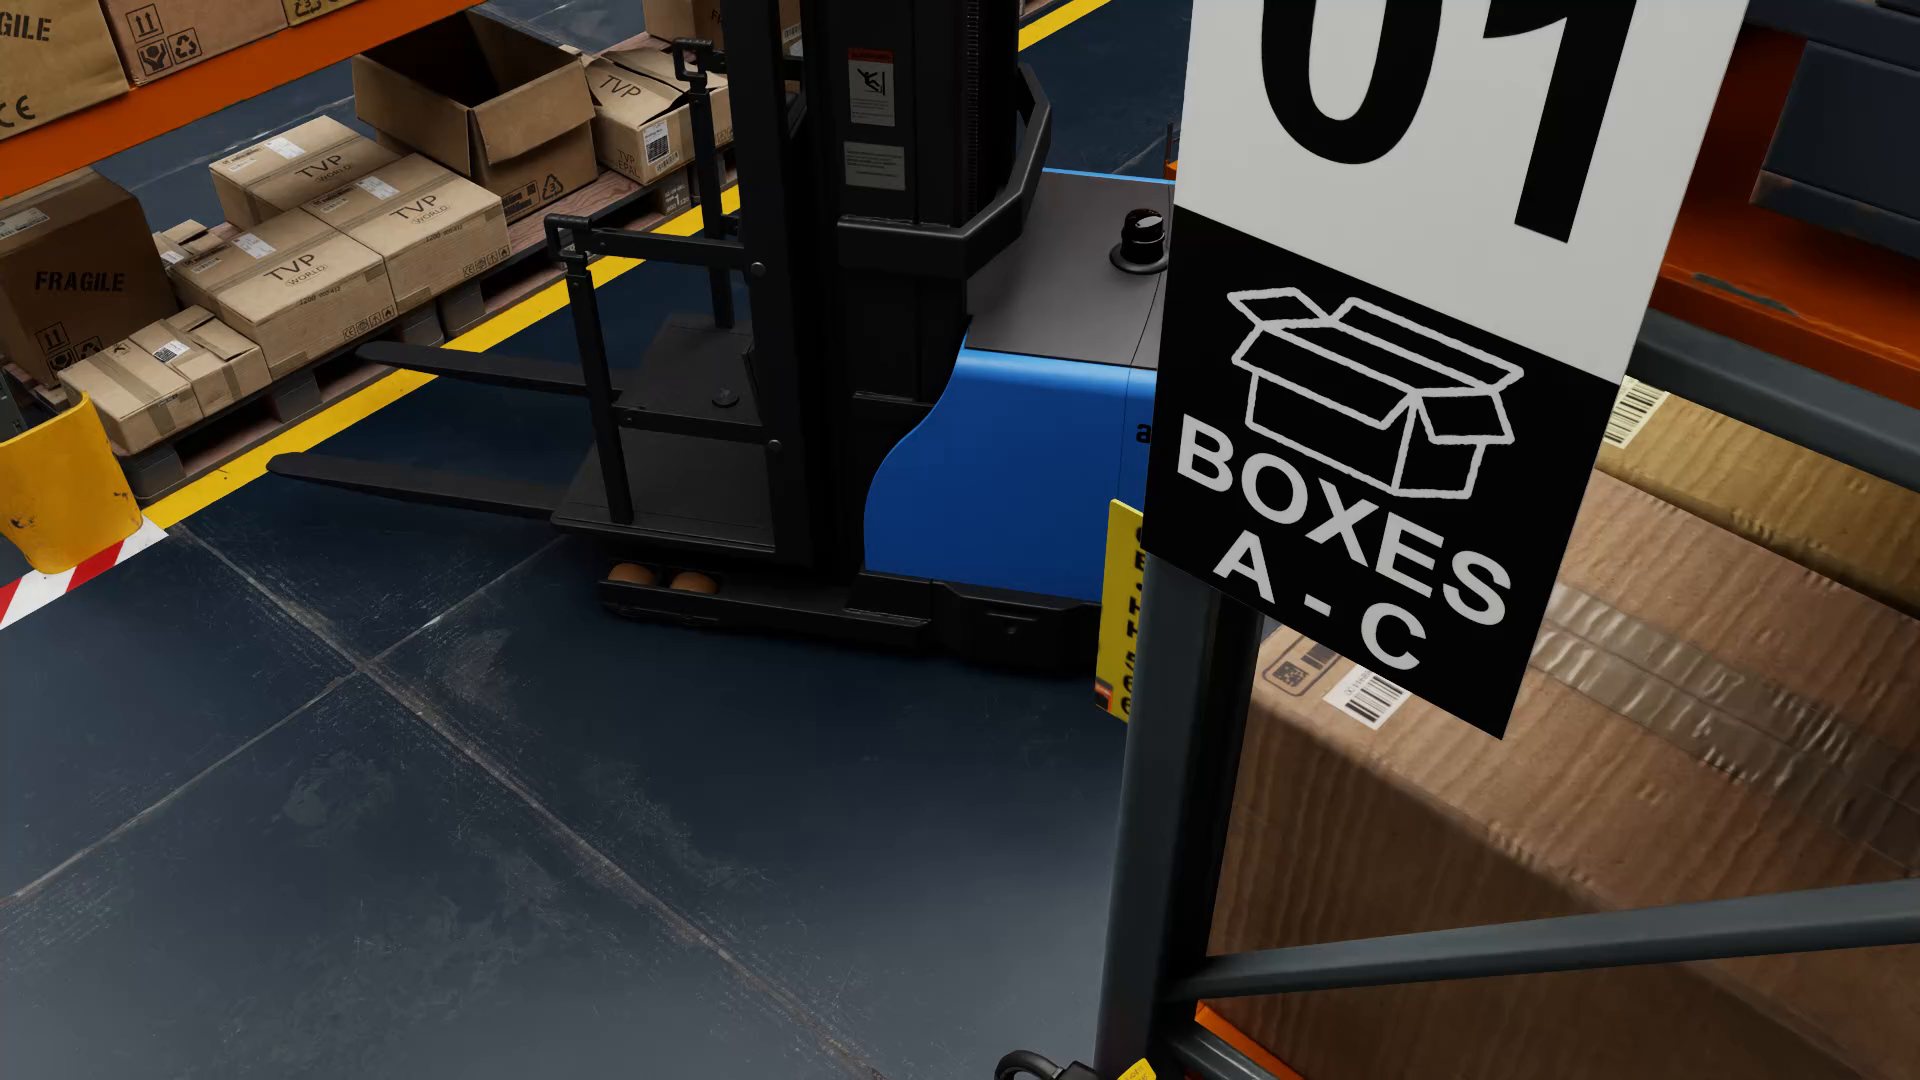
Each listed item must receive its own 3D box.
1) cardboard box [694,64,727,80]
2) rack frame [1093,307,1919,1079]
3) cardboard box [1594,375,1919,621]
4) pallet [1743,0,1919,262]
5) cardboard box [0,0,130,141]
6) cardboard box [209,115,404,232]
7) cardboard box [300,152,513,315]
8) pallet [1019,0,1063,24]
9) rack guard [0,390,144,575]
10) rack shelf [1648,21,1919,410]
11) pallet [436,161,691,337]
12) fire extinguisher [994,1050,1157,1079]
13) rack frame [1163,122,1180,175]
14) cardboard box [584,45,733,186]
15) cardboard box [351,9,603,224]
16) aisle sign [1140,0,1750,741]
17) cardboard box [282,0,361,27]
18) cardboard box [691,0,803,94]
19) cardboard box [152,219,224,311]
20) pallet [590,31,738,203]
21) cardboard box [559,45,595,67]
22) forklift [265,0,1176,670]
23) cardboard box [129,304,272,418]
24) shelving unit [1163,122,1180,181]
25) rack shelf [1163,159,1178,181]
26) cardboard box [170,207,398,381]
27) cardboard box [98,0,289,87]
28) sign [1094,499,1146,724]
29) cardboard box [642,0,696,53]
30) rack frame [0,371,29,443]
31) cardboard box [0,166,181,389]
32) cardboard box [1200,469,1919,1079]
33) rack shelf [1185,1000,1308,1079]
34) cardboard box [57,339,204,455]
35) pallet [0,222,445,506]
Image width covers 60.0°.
[{"bbox_3d":[-0.957,-1.820,6.814,0.380,0.149,0.250,29,50,28],"label":"cardboard box"},{"bbox_3d":[0.605,0.854,2.081,0.949,2.616,0.053,29,50,28],"label":"rack frame"},{"bbox_3d":[1.388,0.098,2.689,0.980,0.700,0.700,29,50,28],"label":"cardboard box"},{"bbox_3d":[1.077,-0.608,1.525,1.003,0.211,1.213,29,50,28],"label":"pallet"},{"bbox_3d":[-2.699,-1.438,4.528,0.500,0.500,0.500,31,50,29],"label":"cardboard box"},{"bbox_3d":[-2.391,-1.295,6.162,0.500,0.250,0.500,29,50,28],"label":"cardboard box"},{"bbox_3d":[-1.976,-1.105,5.952,0.500,0.250,0.500,29,50,28],"label":"cardboard box"},{"bbox_3d":[-0.117,-2.750,8.118,1.003,0.211,1.213,29,50,28],"label":"pallet"},{"bbox_3d":[-3.137,-0.401,5.320,1.175,0.500,0.348,29,50,28],"label":"rack guard"},{"bbox_3d":[1.895,-1.018,2.445,1.077,0.370,4.000,29,50,28],"label":"rack shelf"},{"bbox_3d":[-1.840,-1.331,6.557,1.003,0.211,1.213,29,50,28],"label":"pallet"},{"bbox_3d":[0.157,0.900,2.365,0.296,0.674,0.183,29,50,28],"label":"fire extinguisher"},{"bbox_3d":[0.714,-0.930,5.493,0.200,1.050,0.008,-31,51,-29],"label":"rack frame"},{"bbox_3d":[-1.244,-1.712,6.575,0.500,0.311,0.500,29,50,28],"label":"cardboard box"},{"bbox_3d":[-1.817,-1.616,6.327,0.797,0.503,0.637,29,50,28],"label":"cardboard box"},{"bbox_3d":[0.332,-0.199,1.307,0.394,0.787,0.004,29,50,28],"label":"aisle sign"},{"bbox_3d":[-2.046,-1.964,5.106,0.500,0.500,0.500,29,50,28],"label":"cardboard box"},{"bbox_3d":[-0.762,-2.169,6.936,0.500,0.500,0.500,29,50,28],"label":"cardboard box"},{"bbox_3d":[-2.695,-0.958,5.853,0.380,0.166,0.250,29,50,28],"label":"cardboard box"},{"bbox_3d":[-1.055,-1.962,7.251,1.003,0.211,1.213,29,50,28],"label":"pallet"},{"bbox_3d":[-1.597,-1.889,6.877,0.380,0.166,0.250,29,50,28],"label":"cardboard box"},{"bbox_3d":[-0.612,-1.166,4.354,3.031,2.935,1.130,8,43,8],"label":"forklift"},{"bbox_3d":[-2.493,-0.597,5.456,0.380,0.166,0.250,29,50,28],"label":"cardboard box"},{"bbox_3d":[0.795,-0.869,5.425,0.215,1.050,0.252,-31,51,-29],"label":"shelving unit"},{"bbox_3d":[0.795,-1.071,5.241,0.215,0.259,0.240,-31,51,-29],"label":"rack shelf"},{"bbox_3d":[-2.297,-0.847,5.669,0.500,0.250,0.500,29,50,28],"label":"cardboard box"},{"bbox_3d":[-2.371,-1.706,4.823,0.500,0.500,0.500,29,50,28],"label":"cardboard box"},{"bbox_3d":[0.201,0.097,1.876,0.100,0.325,0.005,29,50,28],"label":"sign"},{"bbox_3d":[-1.048,-2.392,7.323,0.500,0.311,0.500,29,50,28],"label":"cardboard box"},{"bbox_3d":[-3.186,-1.287,4.436,1.000,3.000,0.127,29,50,28],"label":"rack frame"},{"bbox_3d":[-3.025,-0.912,5.554,0.500,0.500,0.500,29,50,28],"label":"cardboard box"},{"bbox_3d":[0.928,0.478,2.272,0.980,0.700,0.700,32,51,30],"label":"cardboard box"},{"bbox_3d":[1.895,0.092,3.454,1.077,0.370,4.000,29,50,28],"label":"rack shelf"},{"bbox_3d":[-2.654,-0.462,5.320,0.380,0.149,0.250,29,50,28],"label":"cardboard box"},{"bbox_3d":[-2.625,-0.705,5.869,1.003,0.211,1.213,29,50,28],"label":"pallet"}]
